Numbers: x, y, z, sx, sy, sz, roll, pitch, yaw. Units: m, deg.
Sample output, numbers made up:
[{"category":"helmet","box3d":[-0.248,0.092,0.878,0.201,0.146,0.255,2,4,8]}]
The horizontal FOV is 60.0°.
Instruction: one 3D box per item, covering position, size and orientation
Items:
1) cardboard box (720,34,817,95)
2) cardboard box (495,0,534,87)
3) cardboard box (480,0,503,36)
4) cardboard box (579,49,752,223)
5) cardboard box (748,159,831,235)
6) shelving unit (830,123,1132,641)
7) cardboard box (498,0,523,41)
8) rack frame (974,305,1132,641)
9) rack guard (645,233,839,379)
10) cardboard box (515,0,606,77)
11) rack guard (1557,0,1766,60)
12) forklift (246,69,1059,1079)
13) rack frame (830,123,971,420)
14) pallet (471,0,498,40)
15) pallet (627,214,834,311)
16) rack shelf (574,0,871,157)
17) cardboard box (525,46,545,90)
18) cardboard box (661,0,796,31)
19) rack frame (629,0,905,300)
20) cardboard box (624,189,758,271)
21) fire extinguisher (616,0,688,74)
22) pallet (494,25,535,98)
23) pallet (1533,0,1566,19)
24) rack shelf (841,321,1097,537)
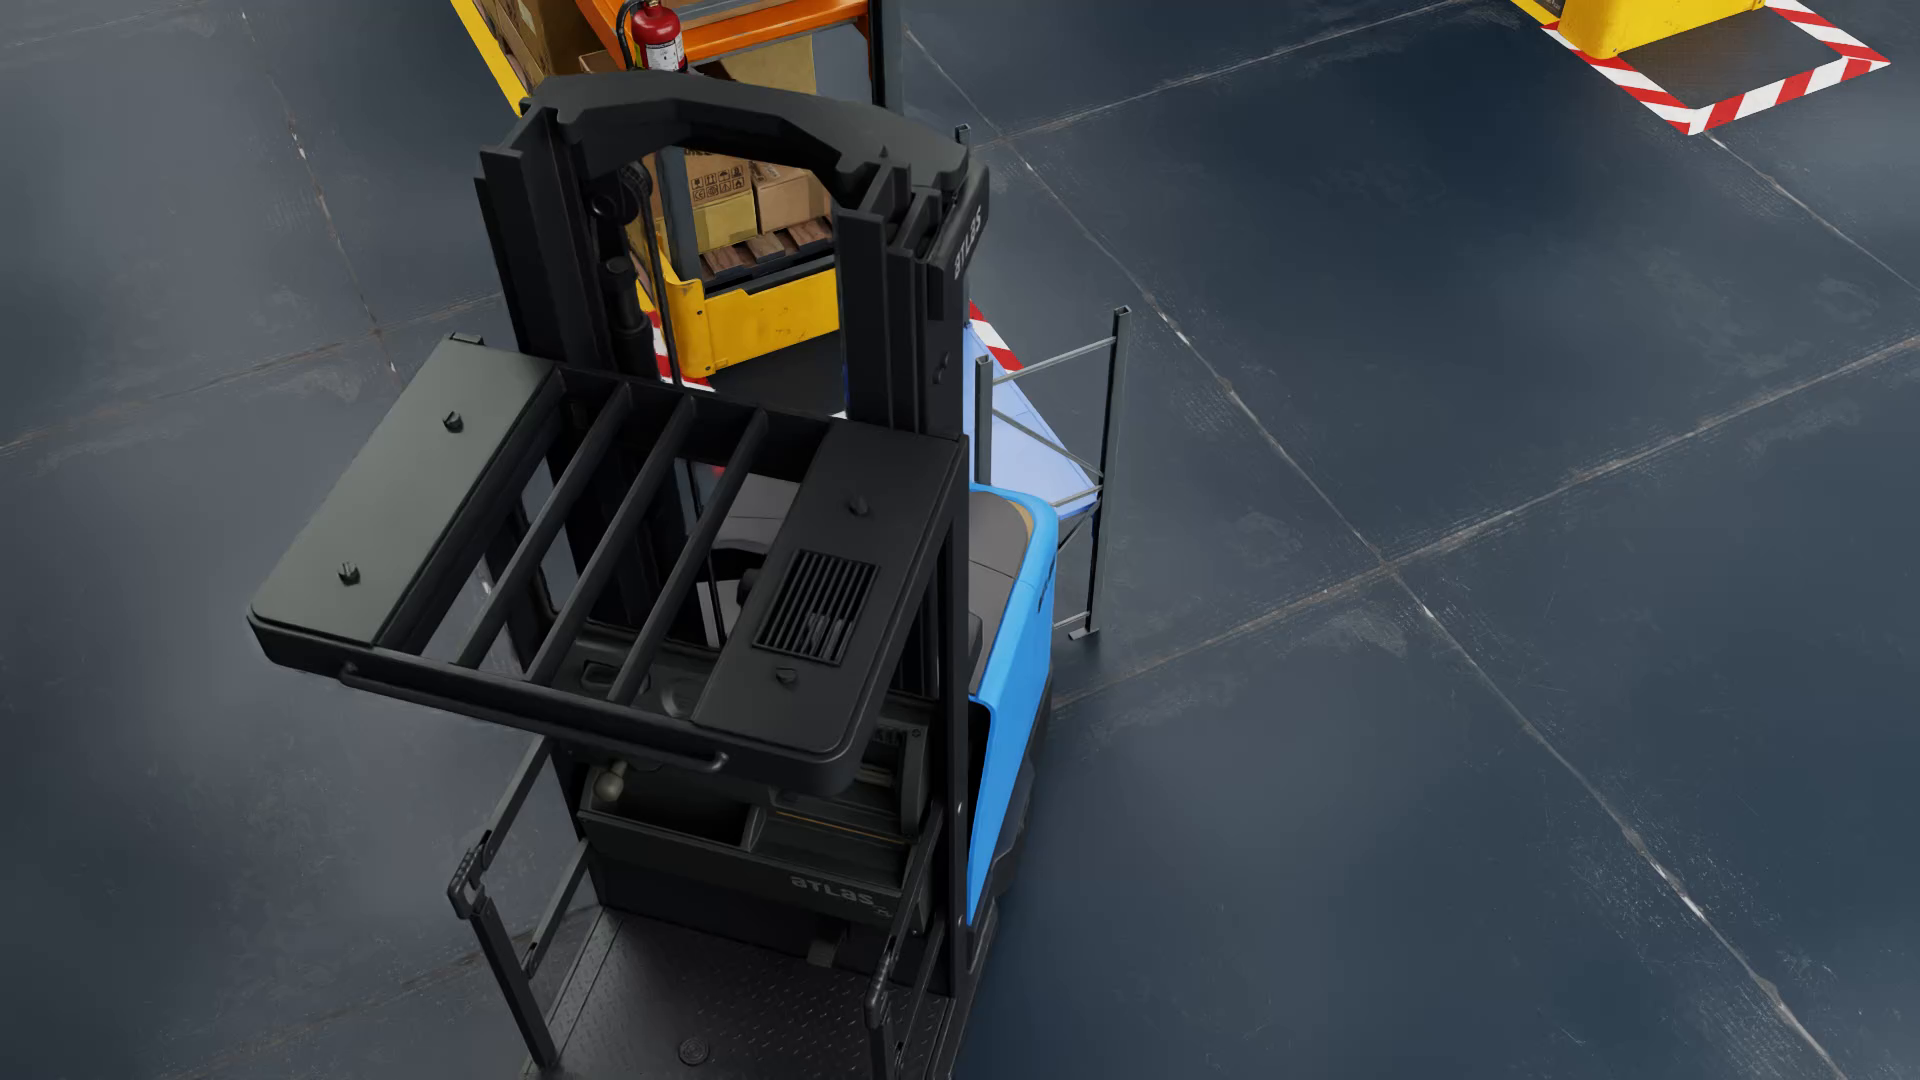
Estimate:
[{"category":"cardboard box","box3d":[-0.967,-2.215,7.244,0.500,0.500,0.500,-21,52,-18]},{"category":"cardboard box","box3d":[-1.894,-2.455,7.952,0.500,0.250,0.500,-21,52,-18]},{"category":"cardboard box","box3d":[-2.128,-2.788,8.243,0.500,0.250,0.500,-21,52,-18]},{"category":"cardboard box","box3d":[-1.199,-1.701,6.795,0.500,0.500,0.500,-21,52,-18]},{"category":"cardboard box","box3d":[-0.736,-1.634,7.234,0.500,0.250,0.500,-21,52,-18]},{"category":"shelving unit","box3d":[0.039,-0.437,5.636,0.538,1.500,1.048,-21,52,-18]},{"category":"cardboard box","box3d":[-1.897,-2.701,7.669,0.500,0.500,0.500,-21,52,-18]},{"category":"rack frame","box3d":[0.272,-0.096,5.338,0.500,1.500,0.032,-21,52,-18]},{"category":"rack guard","box3d":[-0.678,-1.126,6.903,1.175,0.500,0.348,-21,52,-18]},{"category":"cardboard box","box3d":[-1.669,-2.366,7.376,0.500,0.500,0.500,-21,52,-18]},{"category":"rack guard","box3d":[3.641,-2.880,8.437,1.175,0.500,0.348,-21,52,-18]},{"category":"forklift","box3d":[-0.585,0.590,3.787,1.130,2.935,3.031,12,50,10]},{"category":"rack frame","box3d":[-0.194,-0.777,5.933,0.500,1.500,0.032,-21,52,-18]},{"category":"pallet","box3d":[-2.192,-3.178,8.889,1.003,0.211,1.213,-21,52,-18]},{"category":"pallet","box3d":[-1.076,-1.545,7.461,1.003,0.211,1.213,-21,52,-18]},{"category":"rack shelf","box3d":[-1.604,-3.067,7.417,1.077,0.370,4.000,-21,52,-18]},{"category":"cardboard box","box3d":[-1.667,-2.120,7.659,0.500,0.250,0.500,-21,52,-18]},{"category":"cardboard box","box3d":[-0.891,-2.315,6.215,0.700,0.500,0.500,-21,52,-18]},{"category":"rack frame","box3d":[-0.689,-1.965,5.976,1.000,3.000,0.127,-21,52,-18]},{"category":"cardboard box","box3d":[-1.197,-1.455,7.078,0.500,0.250,0.500,-21,52,-18]},{"category":"fire extinguisher","box3d":[-1.047,-1.701,5.796,0.296,0.674,0.183,-21,52,-18]},{"category":"pallet","box3d":[-1.630,-2.360,8.174,1.003,0.211,1.213,-21,52,-18]},{"category":"pallet","box3d":[3.274,-3.331,9.023,1.003,0.211,1.213,-21,52,-18]},{"category":"rack shelf","box3d":[0.039,-0.318,5.771,0.538,0.185,1.000,-21,52,-18]}]
